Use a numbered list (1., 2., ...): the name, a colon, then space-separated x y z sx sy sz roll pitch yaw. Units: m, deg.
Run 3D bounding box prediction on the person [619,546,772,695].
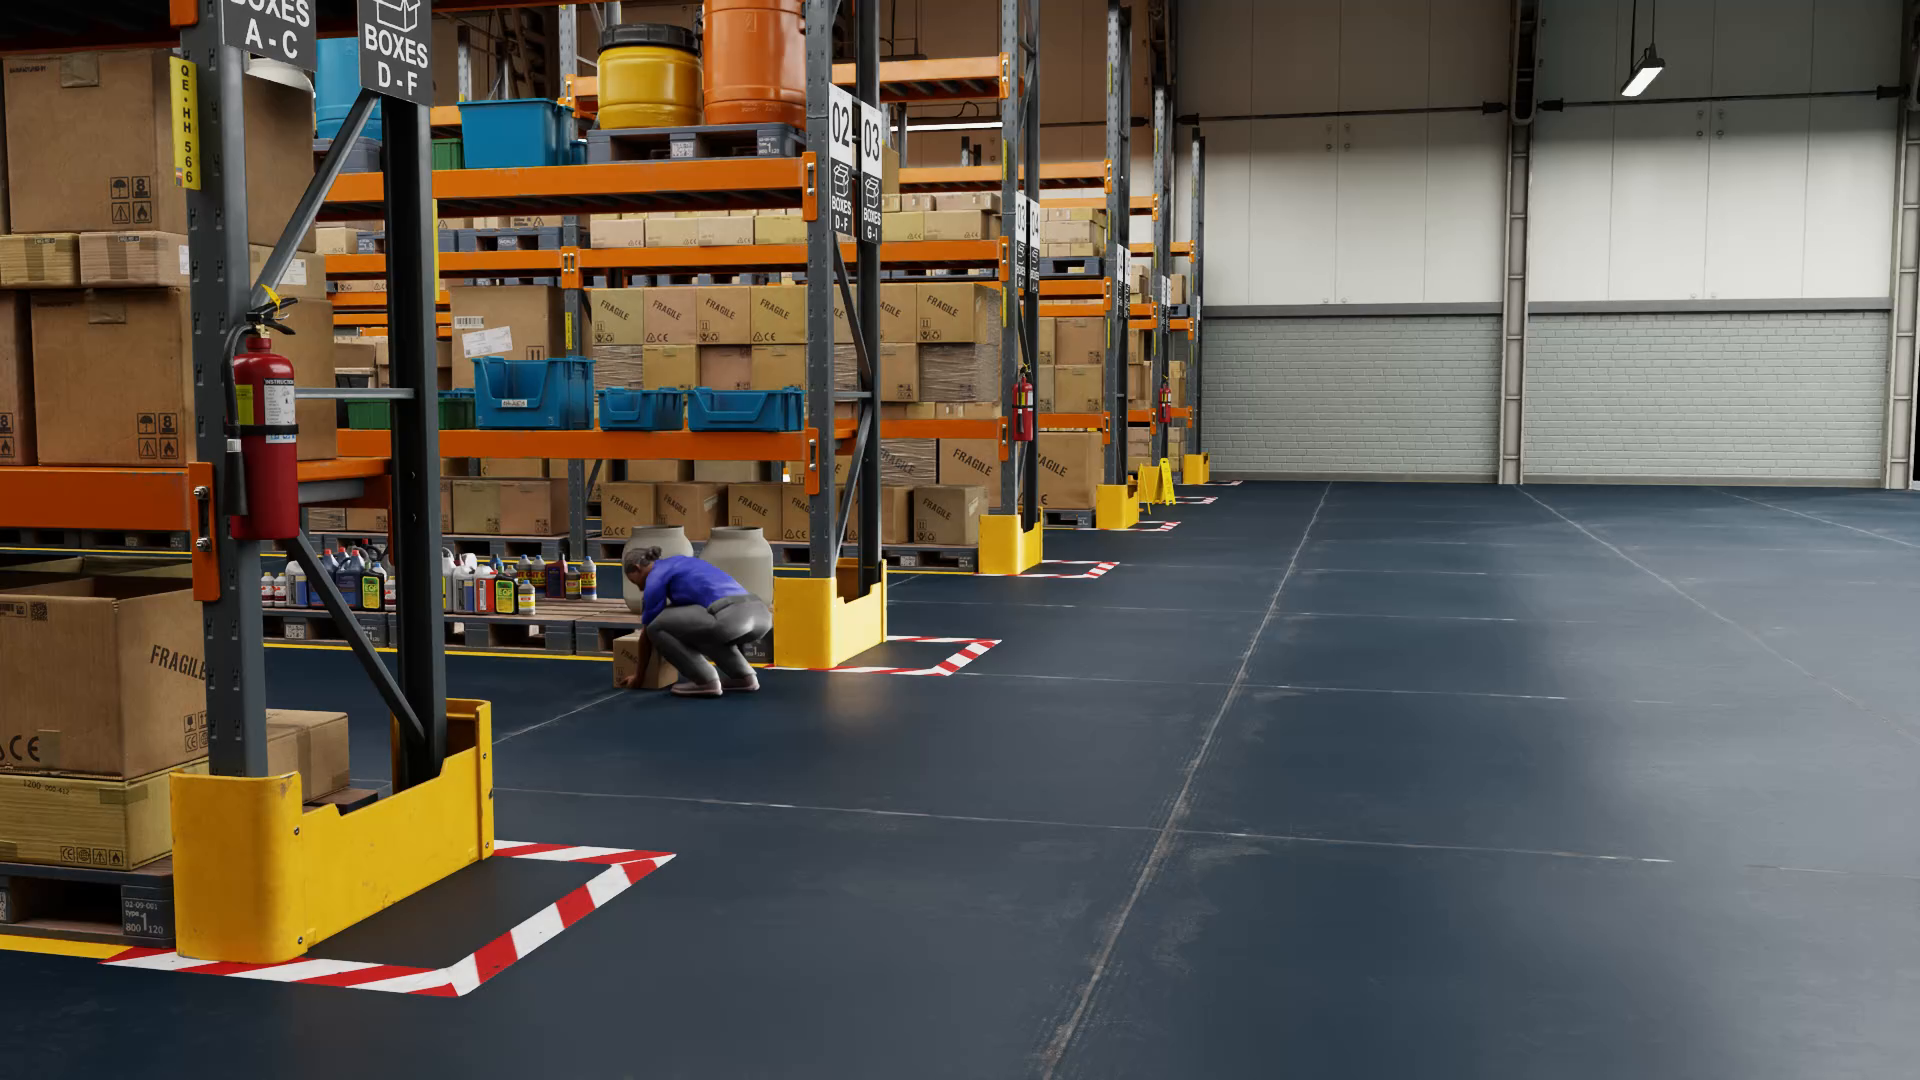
1. person: -1.375 0.441 8.490 0.880 0.809 0.459 3 6 33
